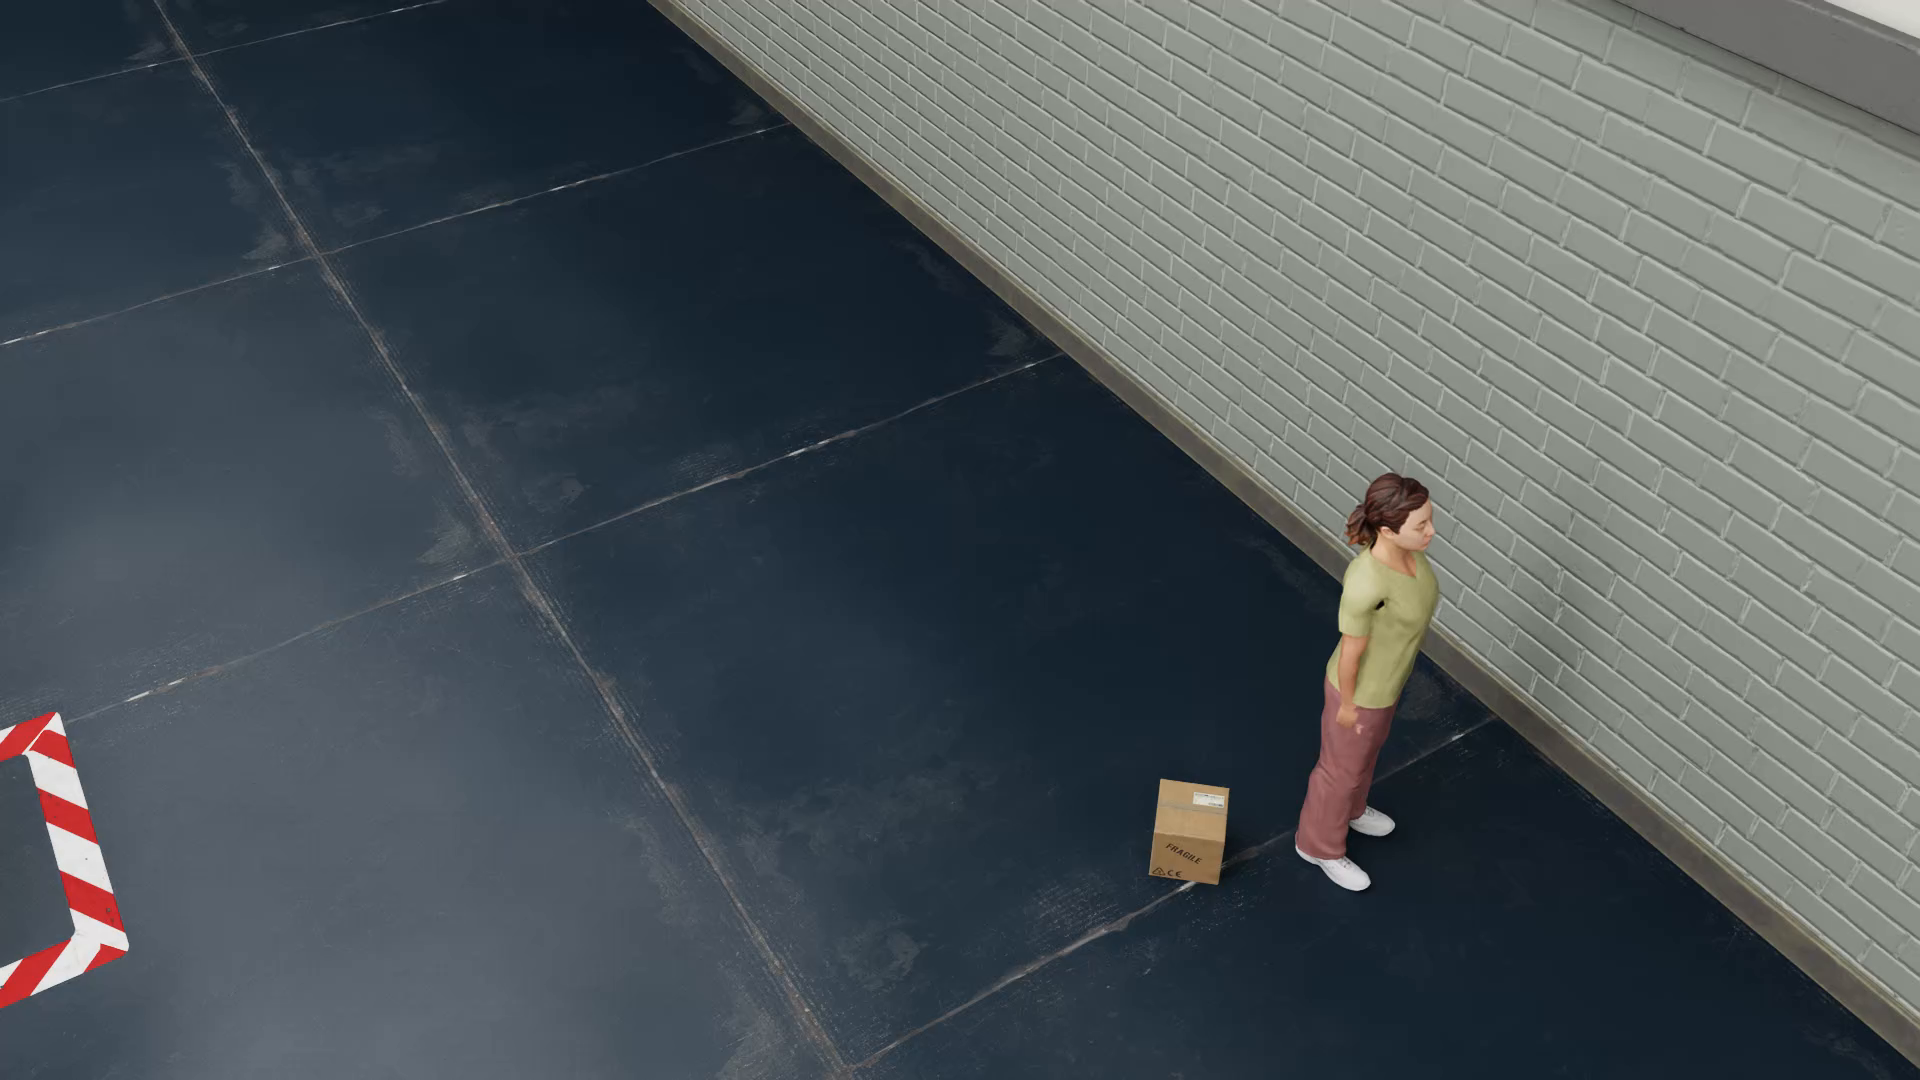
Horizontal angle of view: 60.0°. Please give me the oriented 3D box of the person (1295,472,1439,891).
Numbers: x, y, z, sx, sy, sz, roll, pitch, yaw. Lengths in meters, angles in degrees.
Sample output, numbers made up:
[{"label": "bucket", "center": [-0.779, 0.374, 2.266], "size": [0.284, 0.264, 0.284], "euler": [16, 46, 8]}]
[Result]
[{"label": "person", "center": [1.388, 0.467, 5.622], "size": [0.382, 1.671, 0.430], "euler": [20, 45, 21]}]
